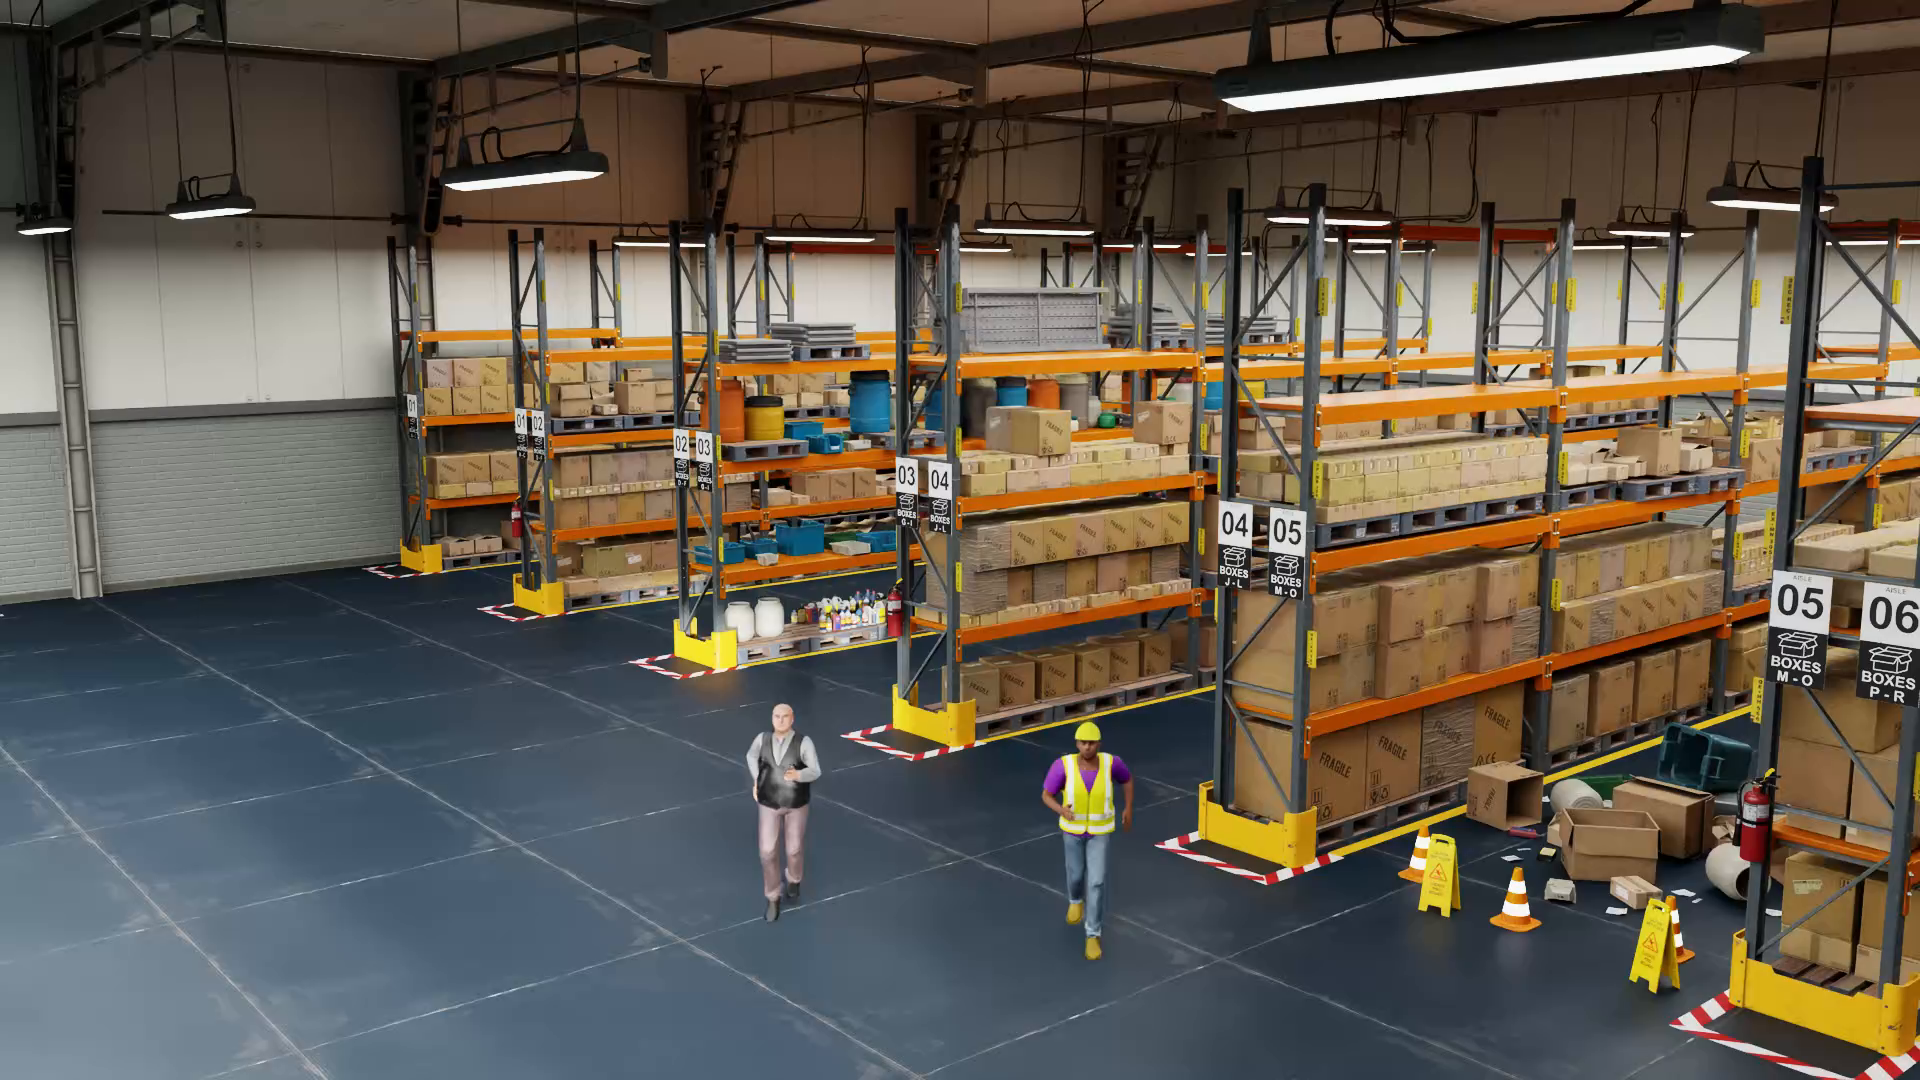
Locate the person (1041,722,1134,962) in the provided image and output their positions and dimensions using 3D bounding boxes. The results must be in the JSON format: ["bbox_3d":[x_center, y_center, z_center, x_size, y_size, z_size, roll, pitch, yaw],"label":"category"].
[{"bbox_3d":[1.001,2.298,13.075,0.725,1.799,0.859,1,9,5],"label":"person"}]

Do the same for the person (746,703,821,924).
[{"bbox_3d":[-1.459,2.228,13.723,0.639,1.780,0.731,0,9,-1],"label":"person"}]
